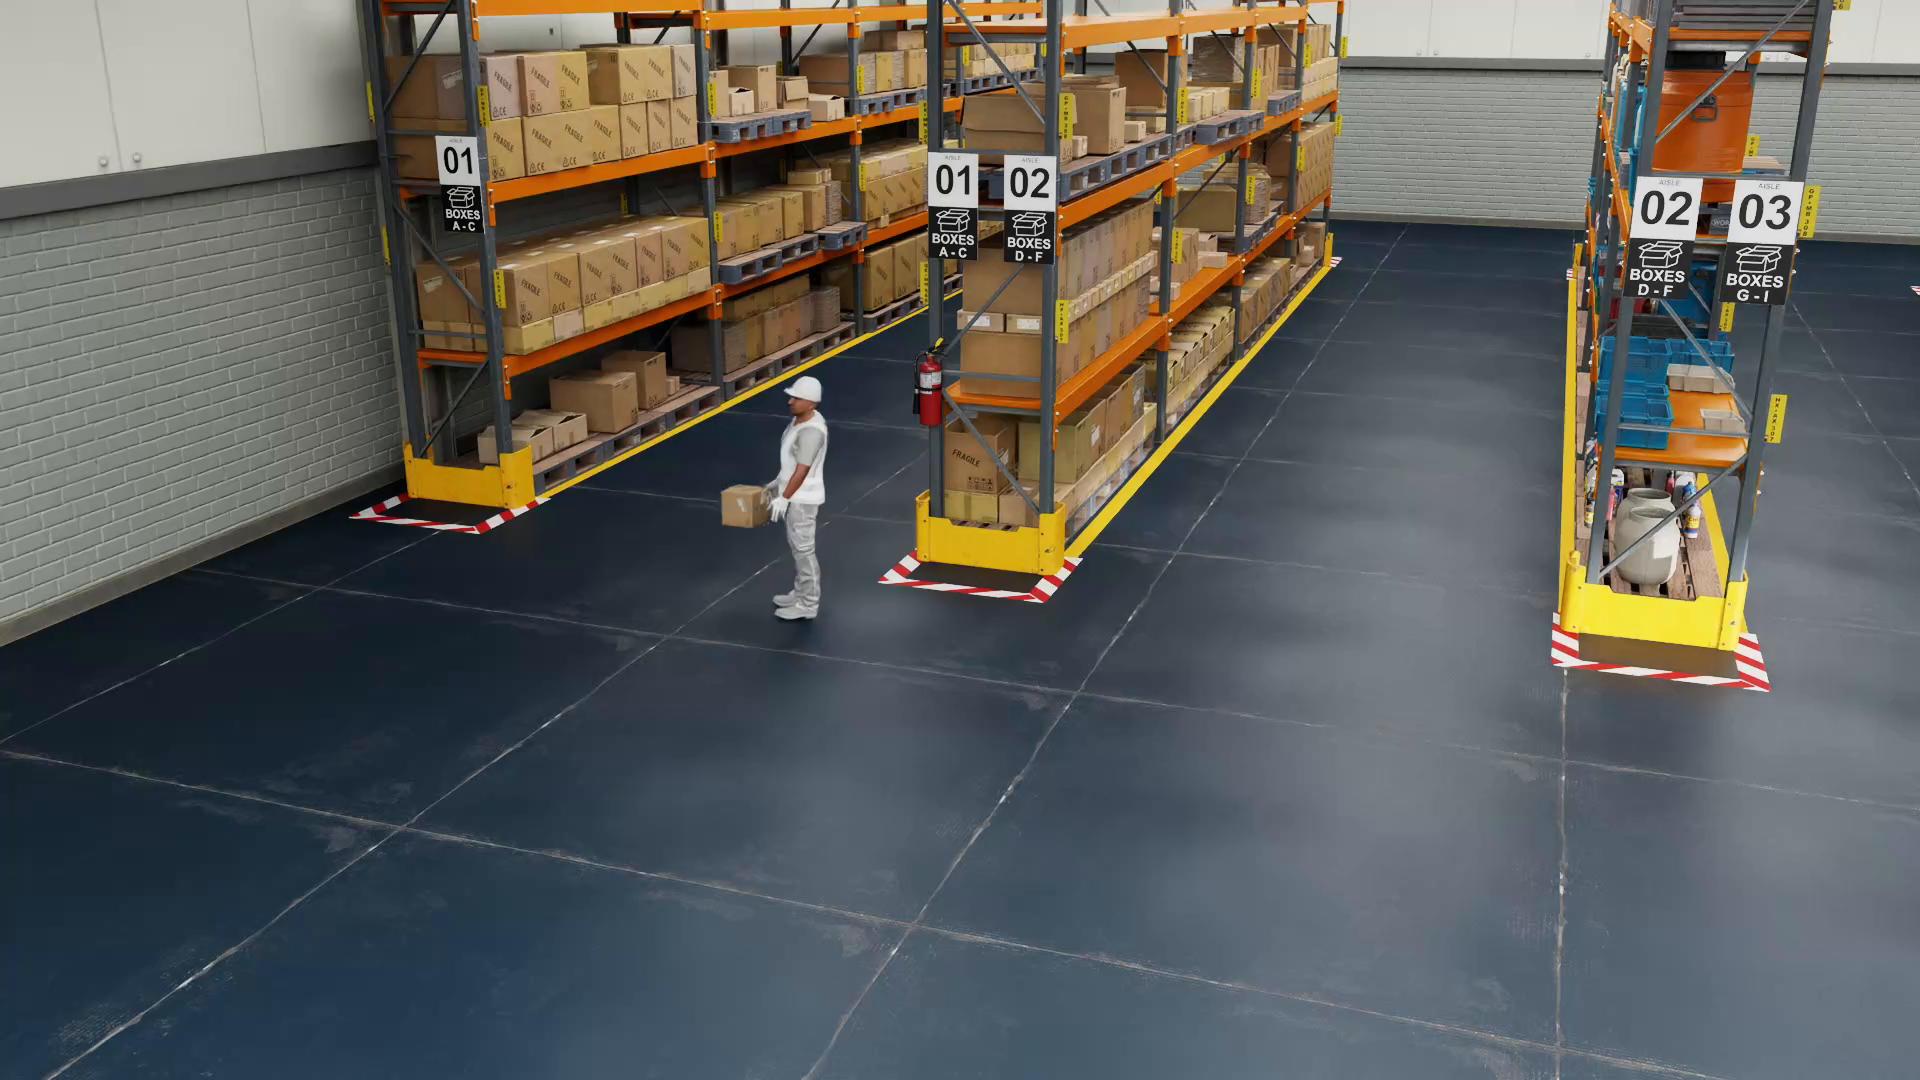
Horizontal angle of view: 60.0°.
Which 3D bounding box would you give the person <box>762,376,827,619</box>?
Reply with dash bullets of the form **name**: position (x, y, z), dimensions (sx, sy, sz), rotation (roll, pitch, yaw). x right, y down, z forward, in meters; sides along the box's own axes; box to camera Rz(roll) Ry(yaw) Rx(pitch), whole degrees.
- **person**: position (-1.180, -0.301, 11.892), dimensions (0.464, 1.791, 0.586), rotation (-2, 19, -7)
